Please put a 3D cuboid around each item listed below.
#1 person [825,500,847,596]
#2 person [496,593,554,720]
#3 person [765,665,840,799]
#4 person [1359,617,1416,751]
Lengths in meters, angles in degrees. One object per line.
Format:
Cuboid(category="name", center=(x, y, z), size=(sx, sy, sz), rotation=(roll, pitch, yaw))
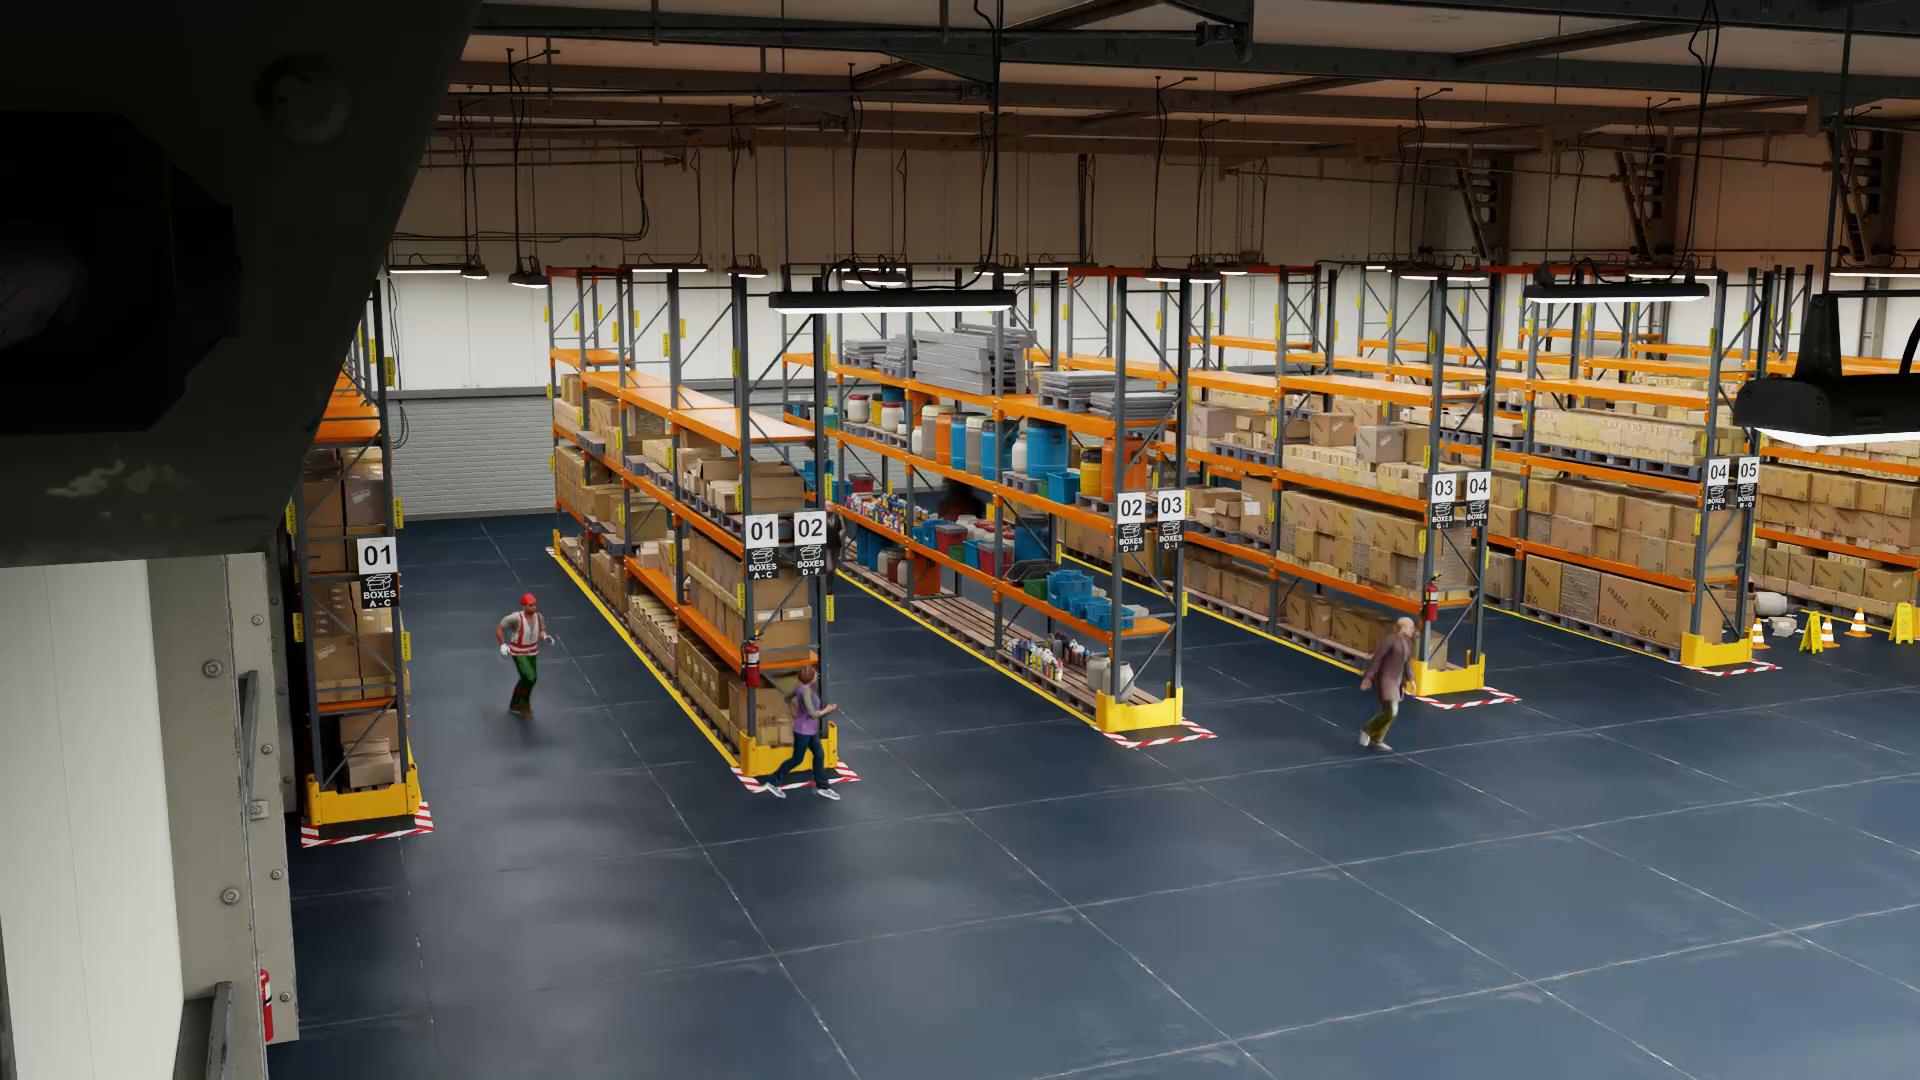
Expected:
Cuboid(category="person", center=(-2.270, 0.207, 28.962), size=(0.642, 1.810, 0.711), rotation=(-5, 11, -29))
Cuboid(category="person", center=(-5.940, 1.572, 22.664), size=(0.826, 1.748, 0.675), rotation=(9, 13, 40))
Cuboid(category="person", center=(-1.818, 2.225, 19.148), size=(0.861, 1.607, 0.507), rotation=(0, 10, -3))
Cuboid(category="person", center=(5.441, 1.837, 21.200), size=(0.574, 1.764, 0.732), rotation=(8, 13, 38))
